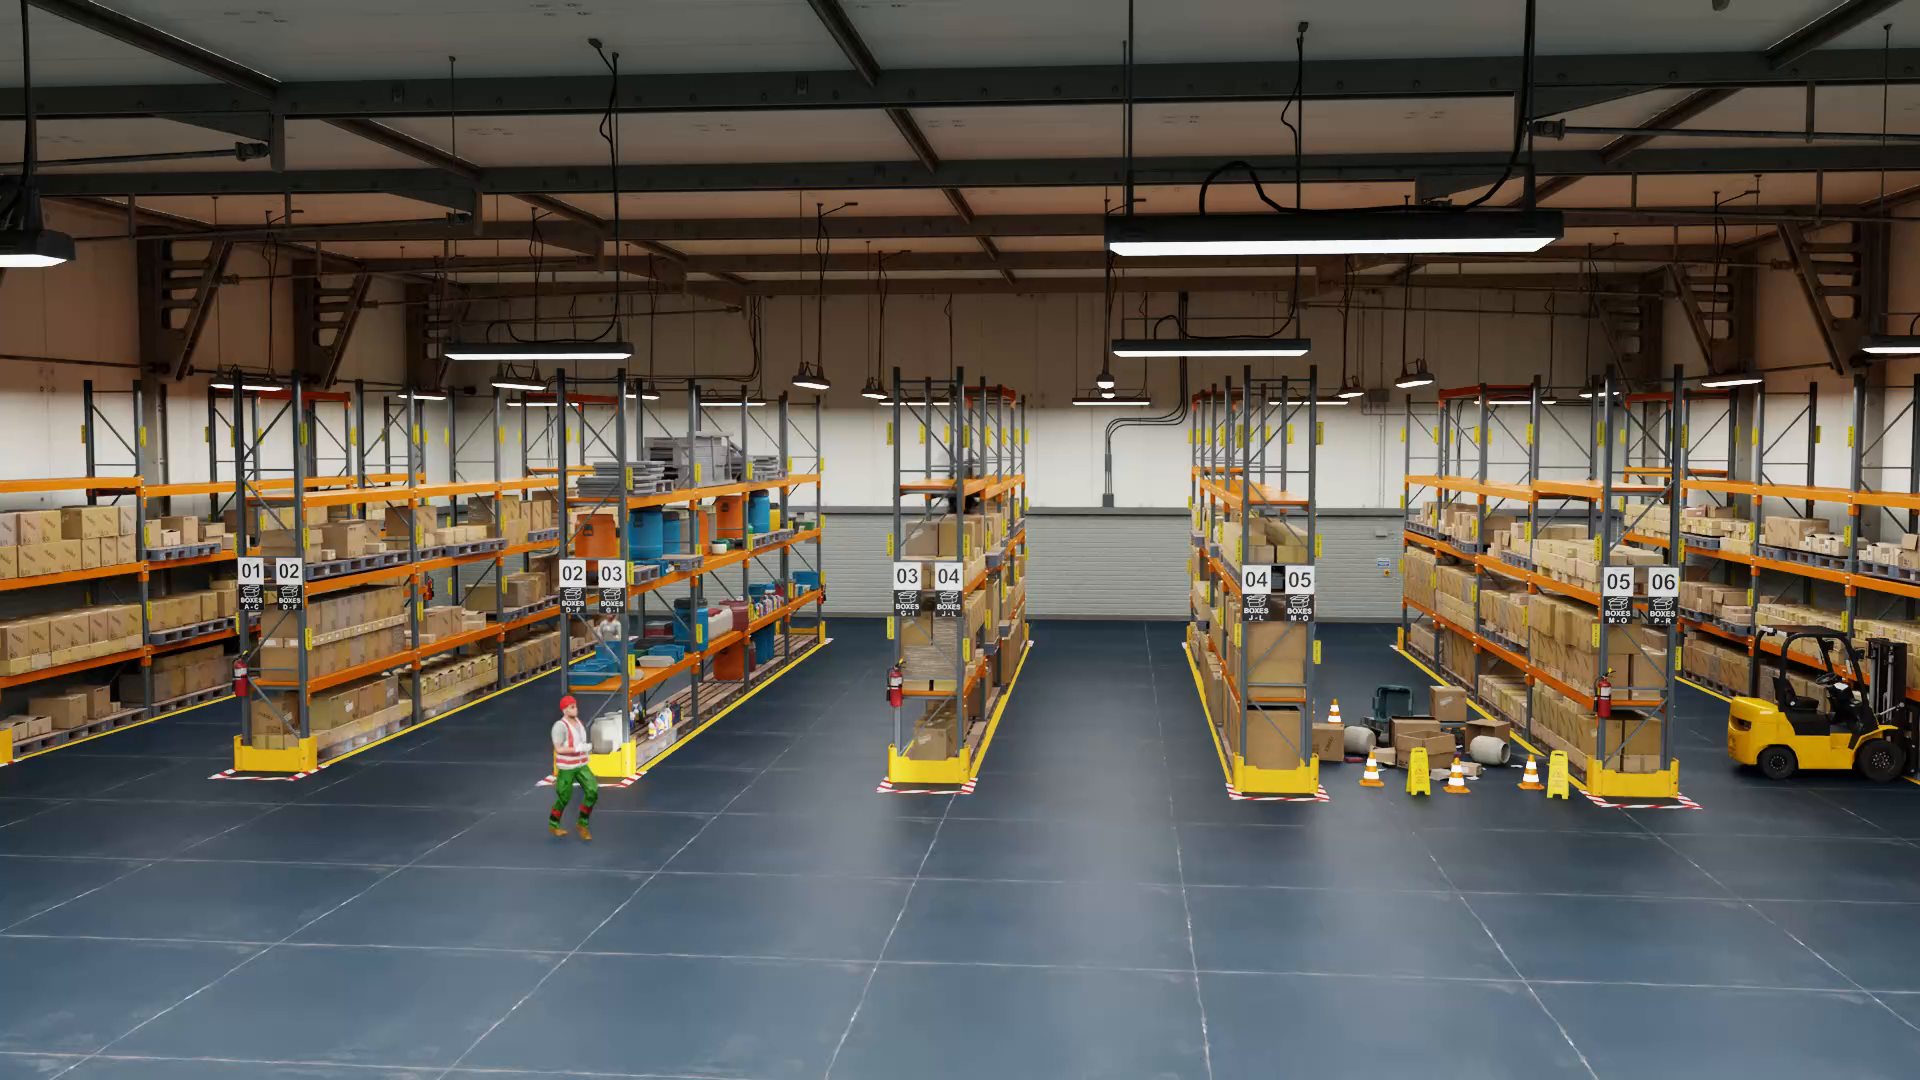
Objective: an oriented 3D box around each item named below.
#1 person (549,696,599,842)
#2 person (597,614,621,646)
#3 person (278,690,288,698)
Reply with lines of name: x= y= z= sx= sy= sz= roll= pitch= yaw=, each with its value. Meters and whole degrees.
person: x=-4.808 y=2.831 z=20.578 sx=0.670 sy=1.824 sz=0.640 roll=2 pitch=4 yaw=34
person: x=-6.957 y=2.151 z=32.966 sx=0.514 sy=1.574 sz=0.645 roll=0 pitch=4 yaw=-6
person: x=-11.628 y=2.410 z=28.675 sx=0.590 sy=1.624 sz=0.531 roll=0 pitch=4 yaw=7
